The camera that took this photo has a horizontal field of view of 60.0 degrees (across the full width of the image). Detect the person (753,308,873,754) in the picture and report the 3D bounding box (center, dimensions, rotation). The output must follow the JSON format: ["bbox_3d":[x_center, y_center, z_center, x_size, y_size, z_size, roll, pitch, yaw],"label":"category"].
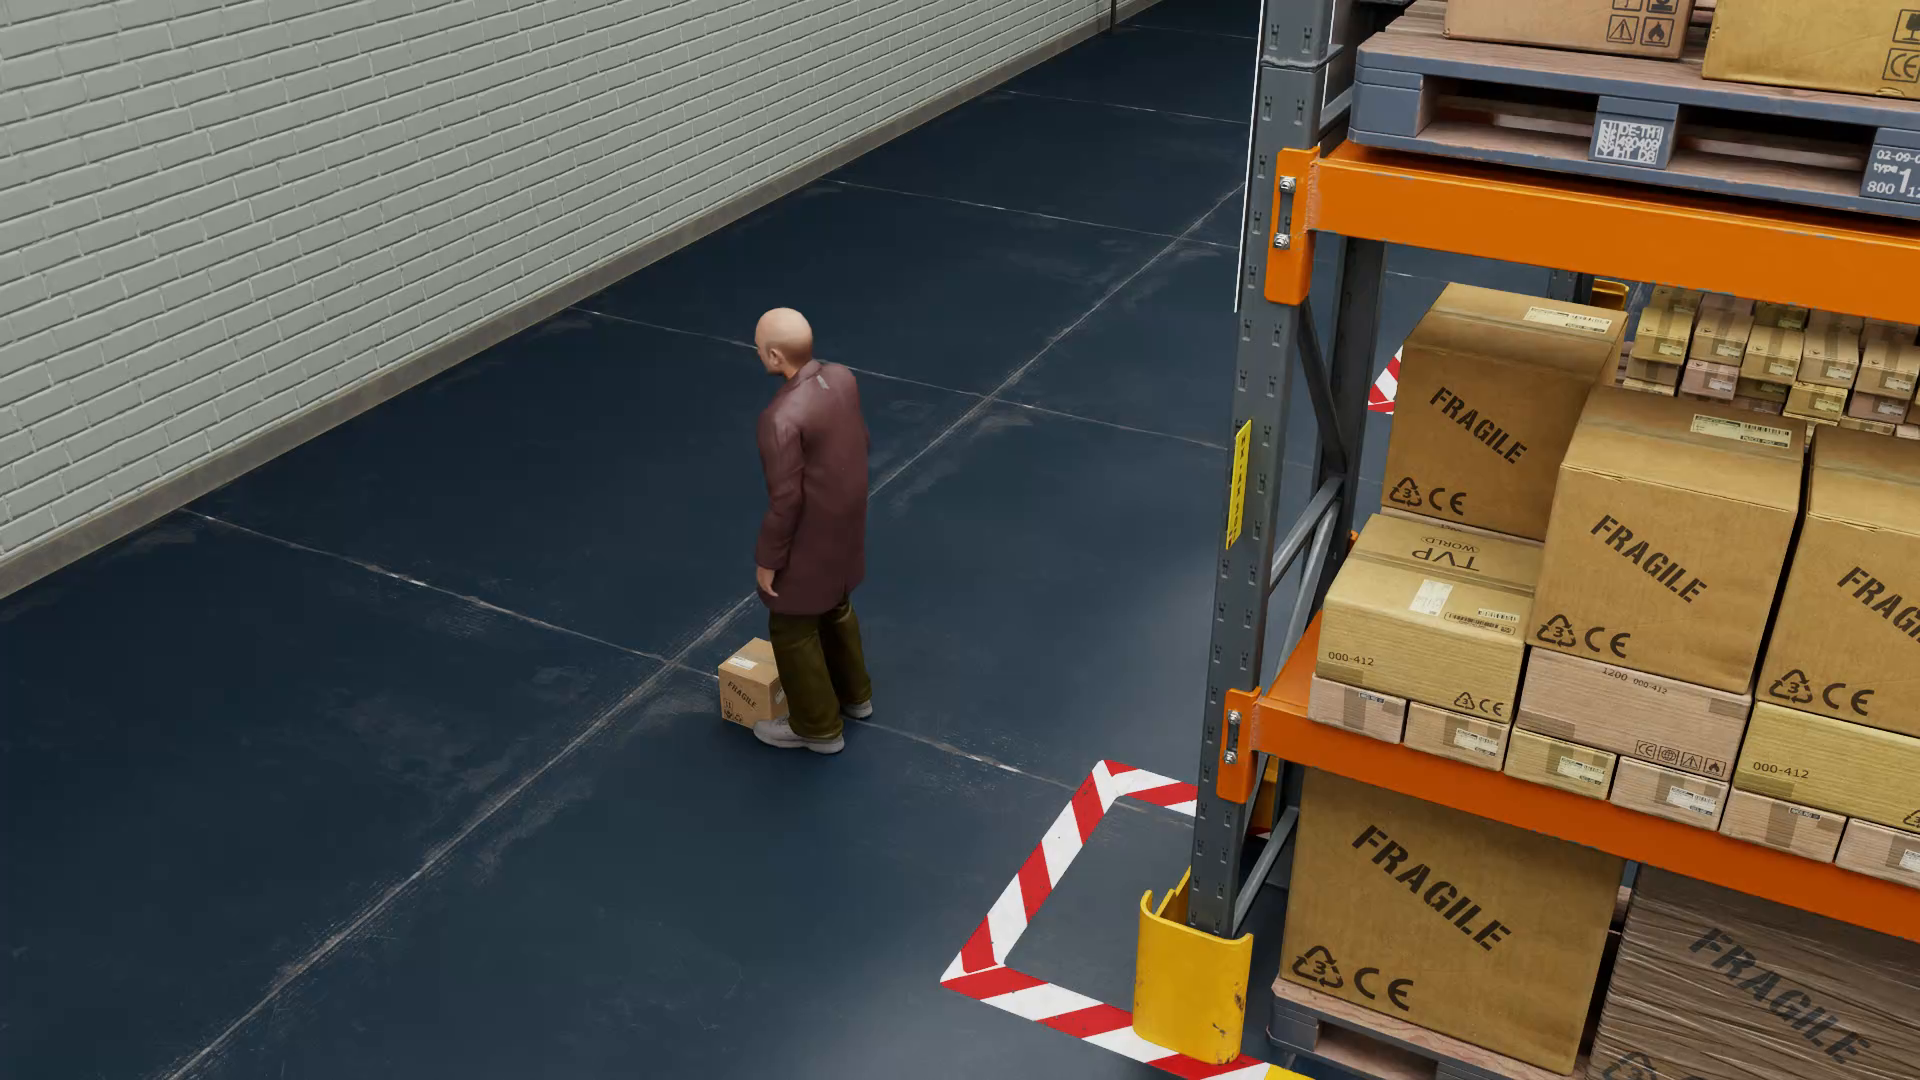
[{"bbox_3d":[-0.559,-0.026,6.191,0.428,1.773,0.641,14,33,23],"label":"person"}]
